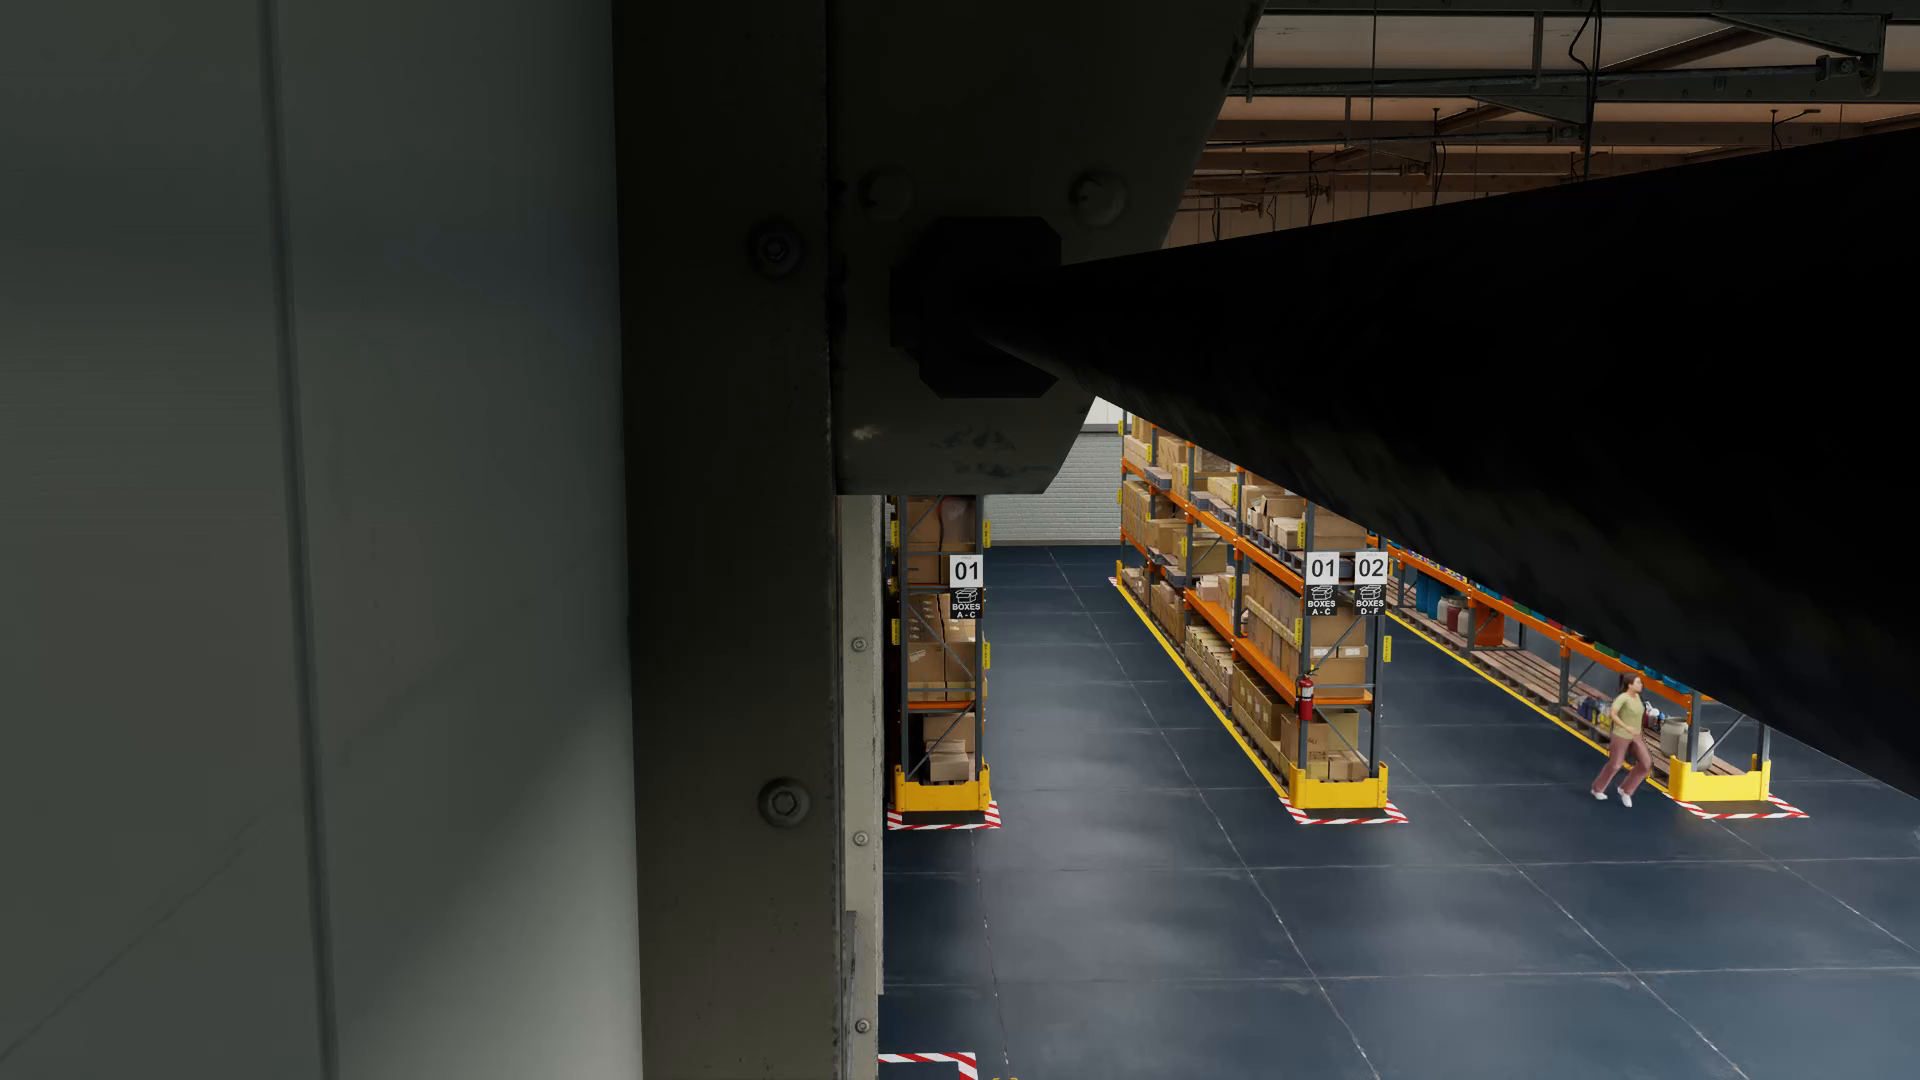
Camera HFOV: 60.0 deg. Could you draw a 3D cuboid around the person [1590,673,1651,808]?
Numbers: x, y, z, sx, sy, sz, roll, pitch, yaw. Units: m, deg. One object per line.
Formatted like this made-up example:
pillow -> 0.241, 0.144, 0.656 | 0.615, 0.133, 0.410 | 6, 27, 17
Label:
person -> 8.339, 2.476, 20.778 | 0.637, 1.660, 0.666 | -5, 10, -29
